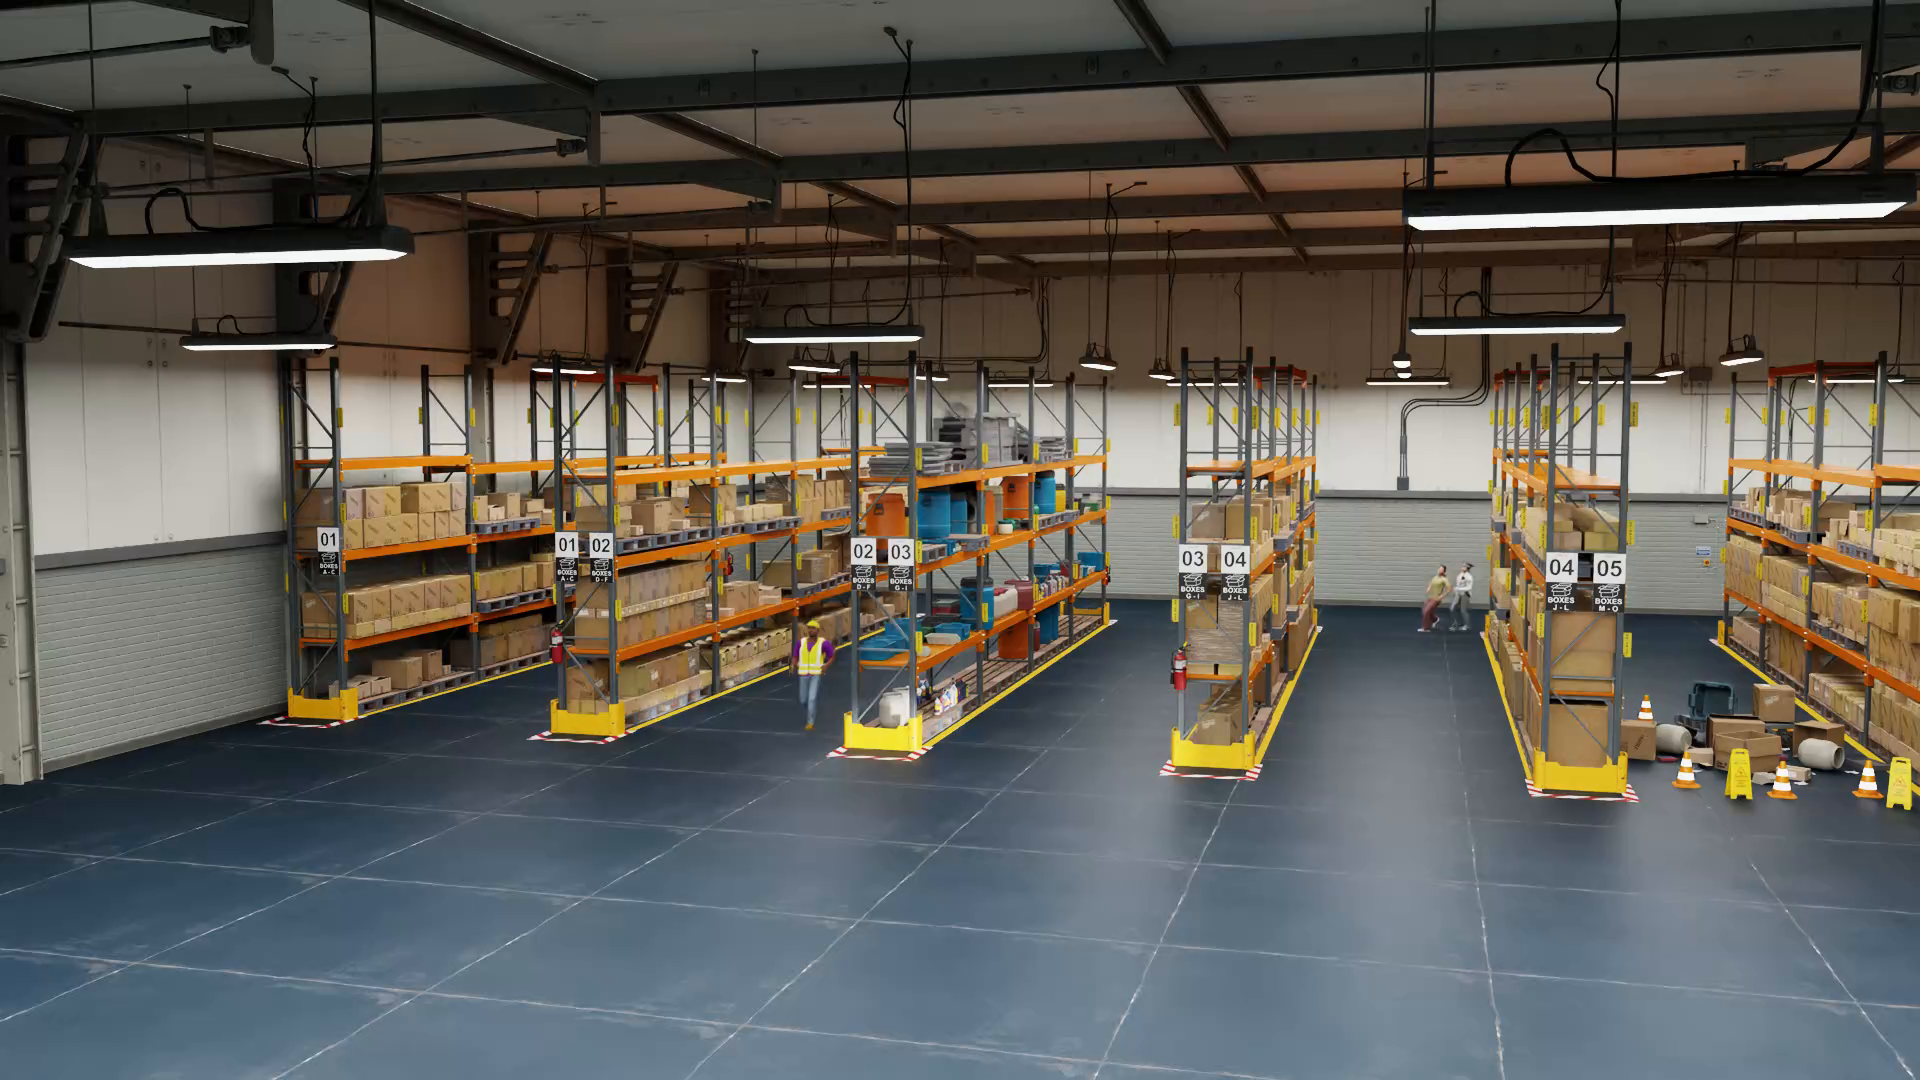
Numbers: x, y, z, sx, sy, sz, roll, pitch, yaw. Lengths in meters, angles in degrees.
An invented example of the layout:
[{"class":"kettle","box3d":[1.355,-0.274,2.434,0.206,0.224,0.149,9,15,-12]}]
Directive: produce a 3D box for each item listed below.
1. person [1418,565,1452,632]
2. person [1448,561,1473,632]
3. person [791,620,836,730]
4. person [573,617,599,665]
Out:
[{"class":"person","box3d":[11.032,1.365,38.629,0.604,1.583,0.639,-2,5,-21]},{"class":"person","box3d":[11.762,1.334,38.829,0.633,1.714,0.605,-2,5,-26]},{"class":"person","box3d":[-2.348,2.133,26.389,0.695,1.711,0.737,1,4,10]},{"class":"person","box3d":[-6.842,1.882,30.871,0.642,1.772,0.803,0,4,3]}]
